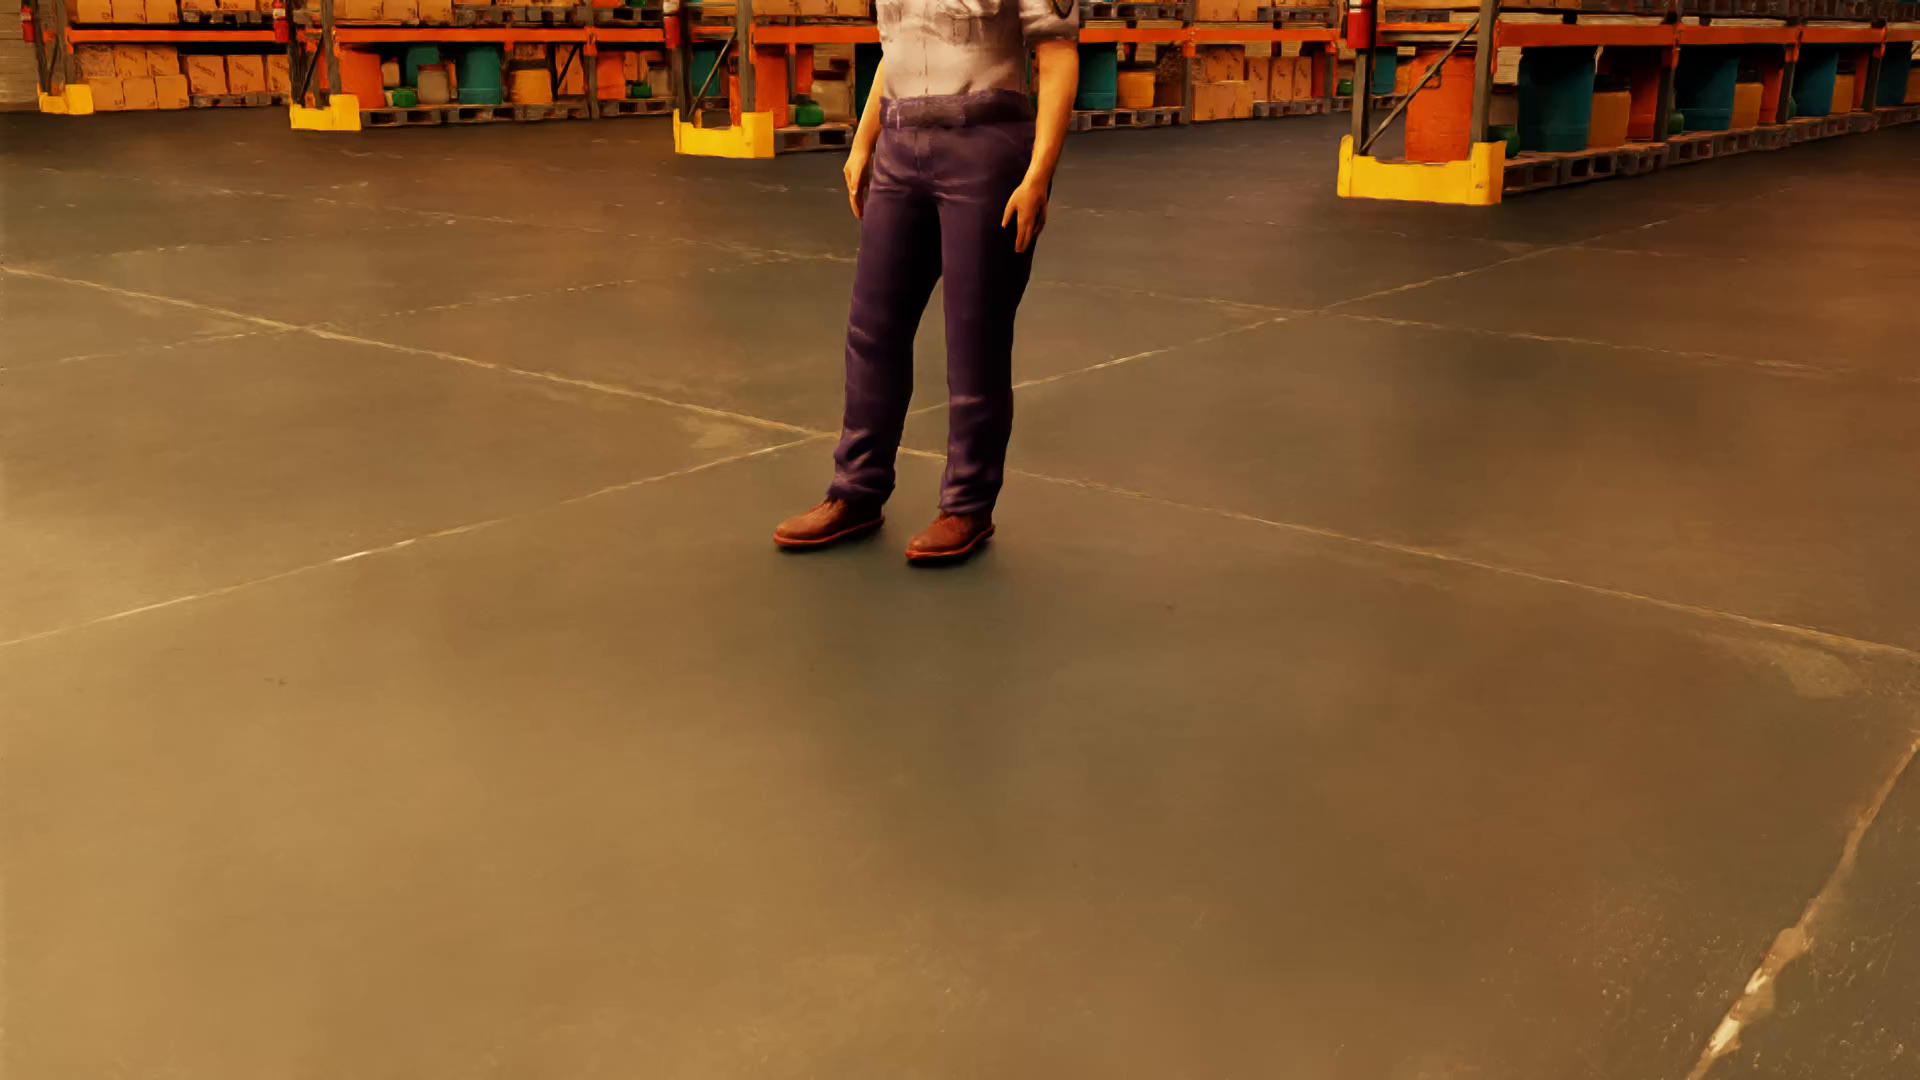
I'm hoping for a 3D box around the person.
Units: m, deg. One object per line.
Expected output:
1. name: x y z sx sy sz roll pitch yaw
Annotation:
1. person: -0.075 -0.779 3.648 0.599 1.650 0.502 13 21 37
